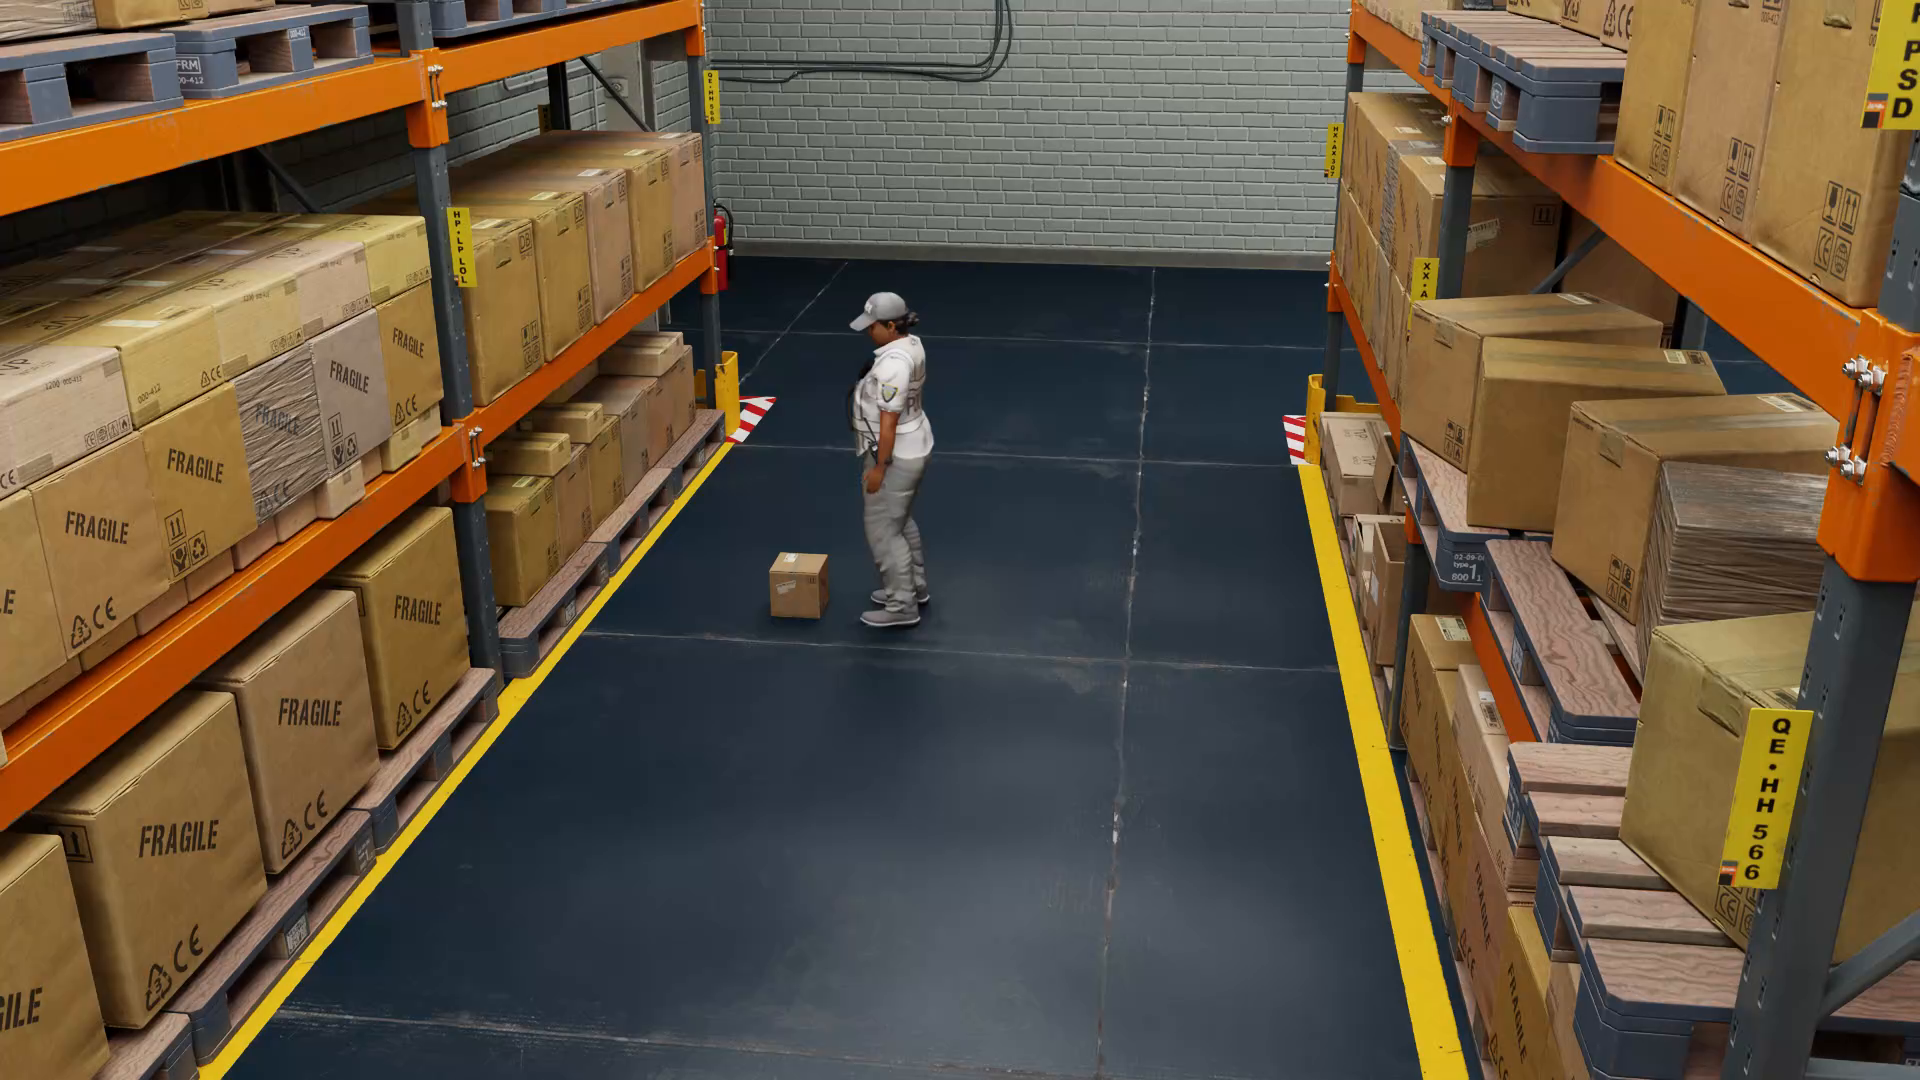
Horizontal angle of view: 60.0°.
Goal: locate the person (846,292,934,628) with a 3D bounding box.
[{"bbox_3d":[-0.331,-0.393,8.109,0.389,1.656,0.473,3,21,7],"label":"person"}]
